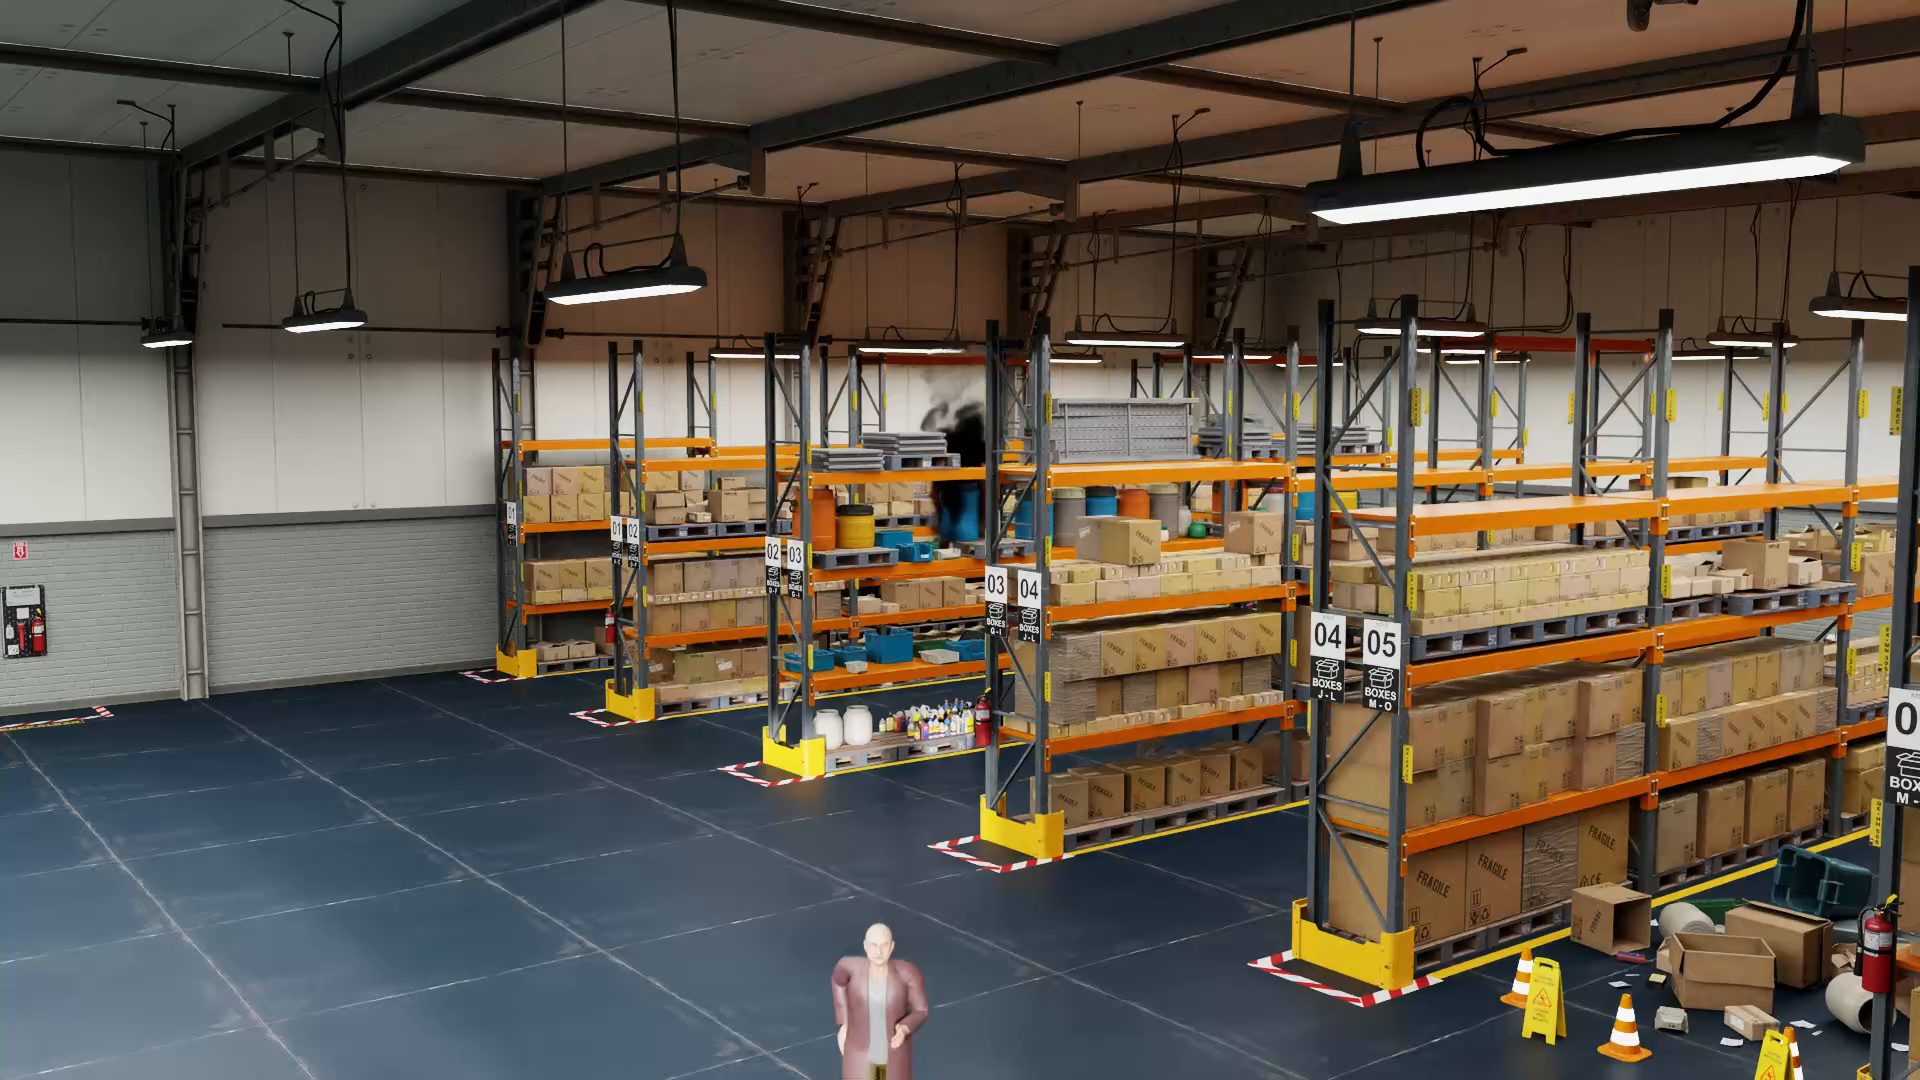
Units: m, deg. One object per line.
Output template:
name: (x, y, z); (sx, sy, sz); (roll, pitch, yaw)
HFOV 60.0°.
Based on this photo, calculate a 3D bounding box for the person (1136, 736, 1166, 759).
person: (2.505, 2.164, 22.161); (0.754, 1.782, 0.670); (-3, 6, -33)

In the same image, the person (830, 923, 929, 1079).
person: (-0.518, 3.349, 10.758); (0.626, 1.833, 0.980); (-1, 5, -6)

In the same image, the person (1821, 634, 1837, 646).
person: (12.473, 2.216, 23.750); (0.659, 1.760, 0.655); (-3, 6, -34)
